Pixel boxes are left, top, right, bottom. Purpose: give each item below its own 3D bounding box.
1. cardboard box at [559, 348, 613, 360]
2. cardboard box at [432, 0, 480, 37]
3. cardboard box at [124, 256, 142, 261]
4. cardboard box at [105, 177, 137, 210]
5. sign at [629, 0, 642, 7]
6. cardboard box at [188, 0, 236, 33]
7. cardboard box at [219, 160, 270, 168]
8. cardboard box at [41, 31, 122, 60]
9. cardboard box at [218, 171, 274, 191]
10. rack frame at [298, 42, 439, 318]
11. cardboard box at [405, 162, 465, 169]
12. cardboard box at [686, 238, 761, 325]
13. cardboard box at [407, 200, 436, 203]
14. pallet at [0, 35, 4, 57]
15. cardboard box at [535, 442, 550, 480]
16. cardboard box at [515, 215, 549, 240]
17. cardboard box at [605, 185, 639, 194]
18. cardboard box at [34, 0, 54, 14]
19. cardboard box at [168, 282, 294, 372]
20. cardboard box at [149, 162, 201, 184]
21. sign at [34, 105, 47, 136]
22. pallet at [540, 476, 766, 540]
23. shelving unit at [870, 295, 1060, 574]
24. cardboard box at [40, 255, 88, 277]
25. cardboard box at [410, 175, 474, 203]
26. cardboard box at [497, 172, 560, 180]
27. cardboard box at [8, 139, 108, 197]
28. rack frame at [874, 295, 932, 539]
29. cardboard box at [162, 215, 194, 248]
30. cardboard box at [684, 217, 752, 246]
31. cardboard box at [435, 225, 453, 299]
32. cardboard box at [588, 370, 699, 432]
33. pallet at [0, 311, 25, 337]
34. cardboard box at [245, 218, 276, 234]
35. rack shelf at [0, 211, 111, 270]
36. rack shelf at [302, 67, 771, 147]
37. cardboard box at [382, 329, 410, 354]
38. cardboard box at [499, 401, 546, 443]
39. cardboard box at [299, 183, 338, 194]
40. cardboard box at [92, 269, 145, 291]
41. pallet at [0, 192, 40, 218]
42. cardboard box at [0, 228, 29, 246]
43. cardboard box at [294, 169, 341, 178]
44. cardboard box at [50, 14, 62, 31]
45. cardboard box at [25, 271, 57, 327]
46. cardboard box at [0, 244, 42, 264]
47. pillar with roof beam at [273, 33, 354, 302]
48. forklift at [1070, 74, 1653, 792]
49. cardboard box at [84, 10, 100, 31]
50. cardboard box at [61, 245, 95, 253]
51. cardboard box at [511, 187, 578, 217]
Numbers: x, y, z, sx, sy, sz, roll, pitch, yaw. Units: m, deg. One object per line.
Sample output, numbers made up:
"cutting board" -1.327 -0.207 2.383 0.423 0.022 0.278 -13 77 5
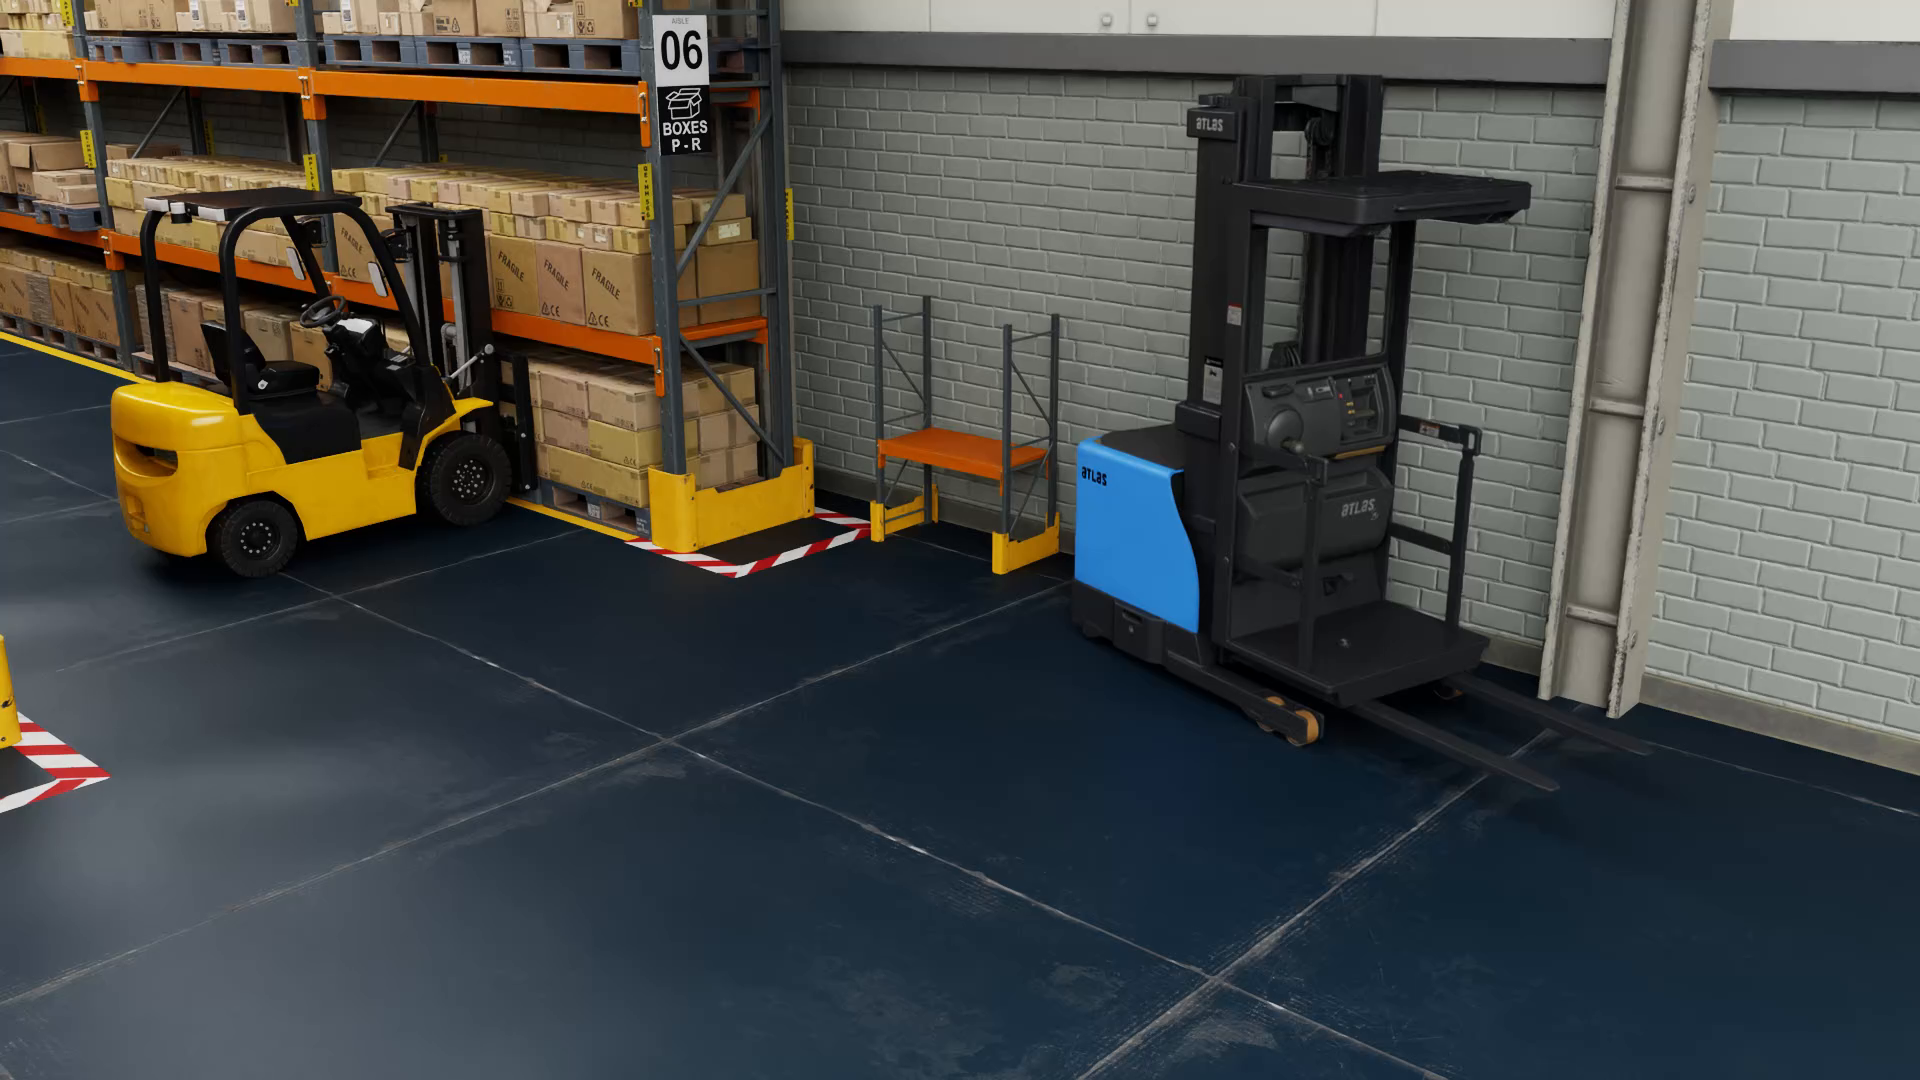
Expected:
"cardboard box" -2.458 -1.219 11.694 0.500 0.250 0.500 15 23 39
"cardboard box" -3.086 -3.627 11.091 0.637 0.503 0.797 16 24 41
"cardboard box" -8.210 -2.778 16.772 0.250 0.149 0.380 14 22 37
"cardboard box" -7.312 -3.135 14.952 0.500 0.250 0.500 15 23 39
"sign" -1.852 -3.206 9.462 0.005 0.325 0.100 15 23 39
"cardboard box" -5.750 -4.194 13.198 0.500 0.311 0.500 14 22 37
"cardboard box" -6.290 -3.259 14.683 0.250 0.149 0.380 15 23 39
"cardboard box" -8.010 -4.524 15.198 0.500 0.250 0.500 14 22 37
"cardboard box" -5.851 -2.940 13.679 0.250 0.149 0.380 15 23 40
"rack frame" -4.473 -2.315 12.947 0.127 3.000 1.000 15 23 39
"cardboard box" -4.034 -2.818 12.802 0.250 0.149 0.380 15 23 39
"cardboard box" -1.667 -1.722 10.912 0.500 0.500 0.500 16 24 41
"cardboard box" -3.671 -2.331 11.761 0.250 0.149 0.380 15 23 39
"pallet" -9.238 -4.907 16.466 1.003 0.211 1.213 15 23 39
"cardboard box" -2.776 -0.629 11.485 0.500 0.250 0.500 15 23 40
"cardboard box" -2.700 -2.081 10.971 0.250 0.149 0.380 14 22 38
"cardboard box" -2.146 -2.289 11.136 0.250 0.149 0.380 15 23 40
"cardboard box" -8.277 -4.929 15.321 0.250 0.149 0.380 14 22 37
"cardboard box" -6.513 -1.928 14.961 0.625 0.625 0.875 16 24 41
"cardboard box" -6.808 -3.195 14.484 0.250 0.149 0.380 15 23 40
"sign" -10.091 -4.599 18.231 0.005 0.325 0.100 15 23 39
"pallet" -2.081 -0.327 11.292 1.213 0.211 1.003 15 23 39
"shelving unit" 0.025 -0.679 10.272 1.083 1.500 0.587 14 23 38
"cardboard box" -8.975 -2.750 16.685 0.250 0.149 0.380 14 22 37
"cardboard box" -3.643 -2.480 11.738 0.250 0.149 0.380 15 23 38
"cardboard box" -3.097 -2.553 11.969 0.250 0.149 0.380 15 23 39
"cardboard box" -8.808 -3.653 16.299 0.637 0.503 0.797 14 23 38
"rack frame" -0.358 -0.776 10.578 0.032 1.500 0.500 14 23 38
"cardboard box" -6.532 -2.698 14.403 0.500 0.250 0.500 14 22 38
"cardboard box" -1.563 -1.995 10.702 0.250 0.149 0.380 14 23 38
"cardboard box" -3.534 -2.012 11.827 0.500 0.500 0.500 15 23 39
"cardboard box" -2.033 -0.900 10.686 0.500 0.250 0.500 16 24 41
"pallet" -9.823 -2.437 17.942 1.213 0.211 1.003 15 23 39
"cardboard box" -5.400 -2.624 13.343 0.500 0.250 0.500 14 23 38
"rack shelf" -8.961 -3.177 16.852 4.000 0.370 1.077 15 23 39
"rack shelf" -2.977 -3.000 11.336 4.000 0.370 1.077 15 23 39
"cardboard box" -3.944 -1.408 12.287 0.500 0.250 0.500 15 23 39
"cardboard box" -2.821 -0.869 11.415 0.500 0.250 0.500 14 23 38
"cardboard box" -4.876 -2.690 12.891 0.250 0.149 0.380 16 24 41
"cardboard box" -8.002 -2.478 15.826 0.250 0.149 0.380 14 22 37
"pallet" -8.922 -3.416 16.734 1.213 0.211 1.003 15 23 39
"cardboard box" -10.139 -3.207 17.633 0.250 0.149 0.380 14 22 37
"cardboard box" -5.320 -3.009 13.897 0.250 0.149 0.380 15 23 39
"cardboard box" -8.071 -4.739 15.217 0.250 0.149 0.380 14 23 38
"cardboard box" -9.085 -2.470 16.875 0.500 0.500 0.500 14 22 37
"cardboard box" -9.907 -3.020 17.534 0.250 0.149 0.380 14 22 36
"pillar with roof beam" -8.749 -4.946 11.319 0.400 9.000 9.100 15 23 39
"forklift" 1.829 -0.613 7.698 1.130 2.935 3.031 -11 21 -32
"cardboard box" -7.406 -4.545 14.543 0.250 0.166 0.380 15 23 39
"cardboard box" -9.223 -3.019 17.531 0.250 0.149 0.380 16 24 41
"cardboard box" -2.713 -2.217 10.911 0.250 0.149 0.380 16 23 41
